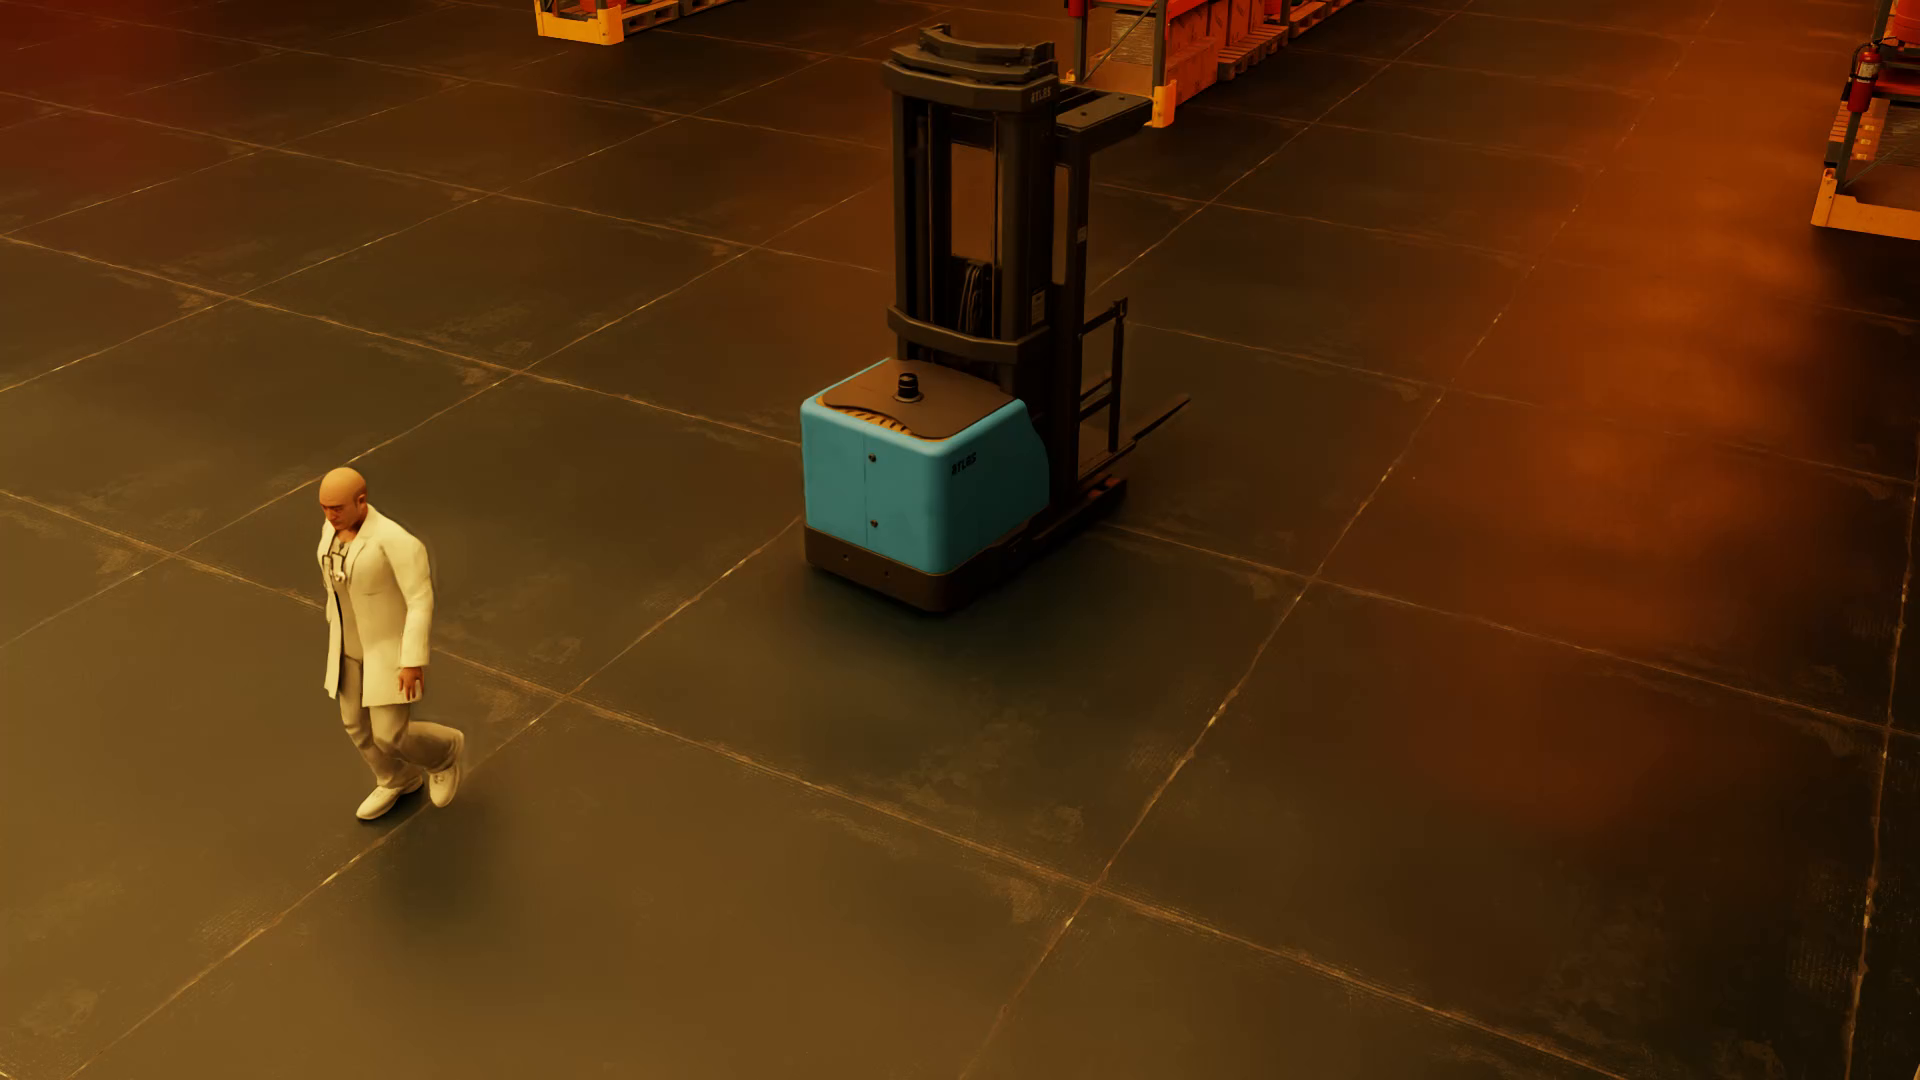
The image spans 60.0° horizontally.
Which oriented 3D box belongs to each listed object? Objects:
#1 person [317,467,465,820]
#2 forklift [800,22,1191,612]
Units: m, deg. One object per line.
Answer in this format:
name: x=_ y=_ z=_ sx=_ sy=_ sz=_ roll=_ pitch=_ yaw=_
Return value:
person: x=-2.598 y=0.471 z=7.431 sx=0.782 sy=1.758 sz=0.525 roll=14 pitch=33 yaw=23
forklift: x=0.385 y=-1.548 z=9.752 sx=1.130 sy=2.935 sz=3.031 roll=21 pitch=36 yaw=31
